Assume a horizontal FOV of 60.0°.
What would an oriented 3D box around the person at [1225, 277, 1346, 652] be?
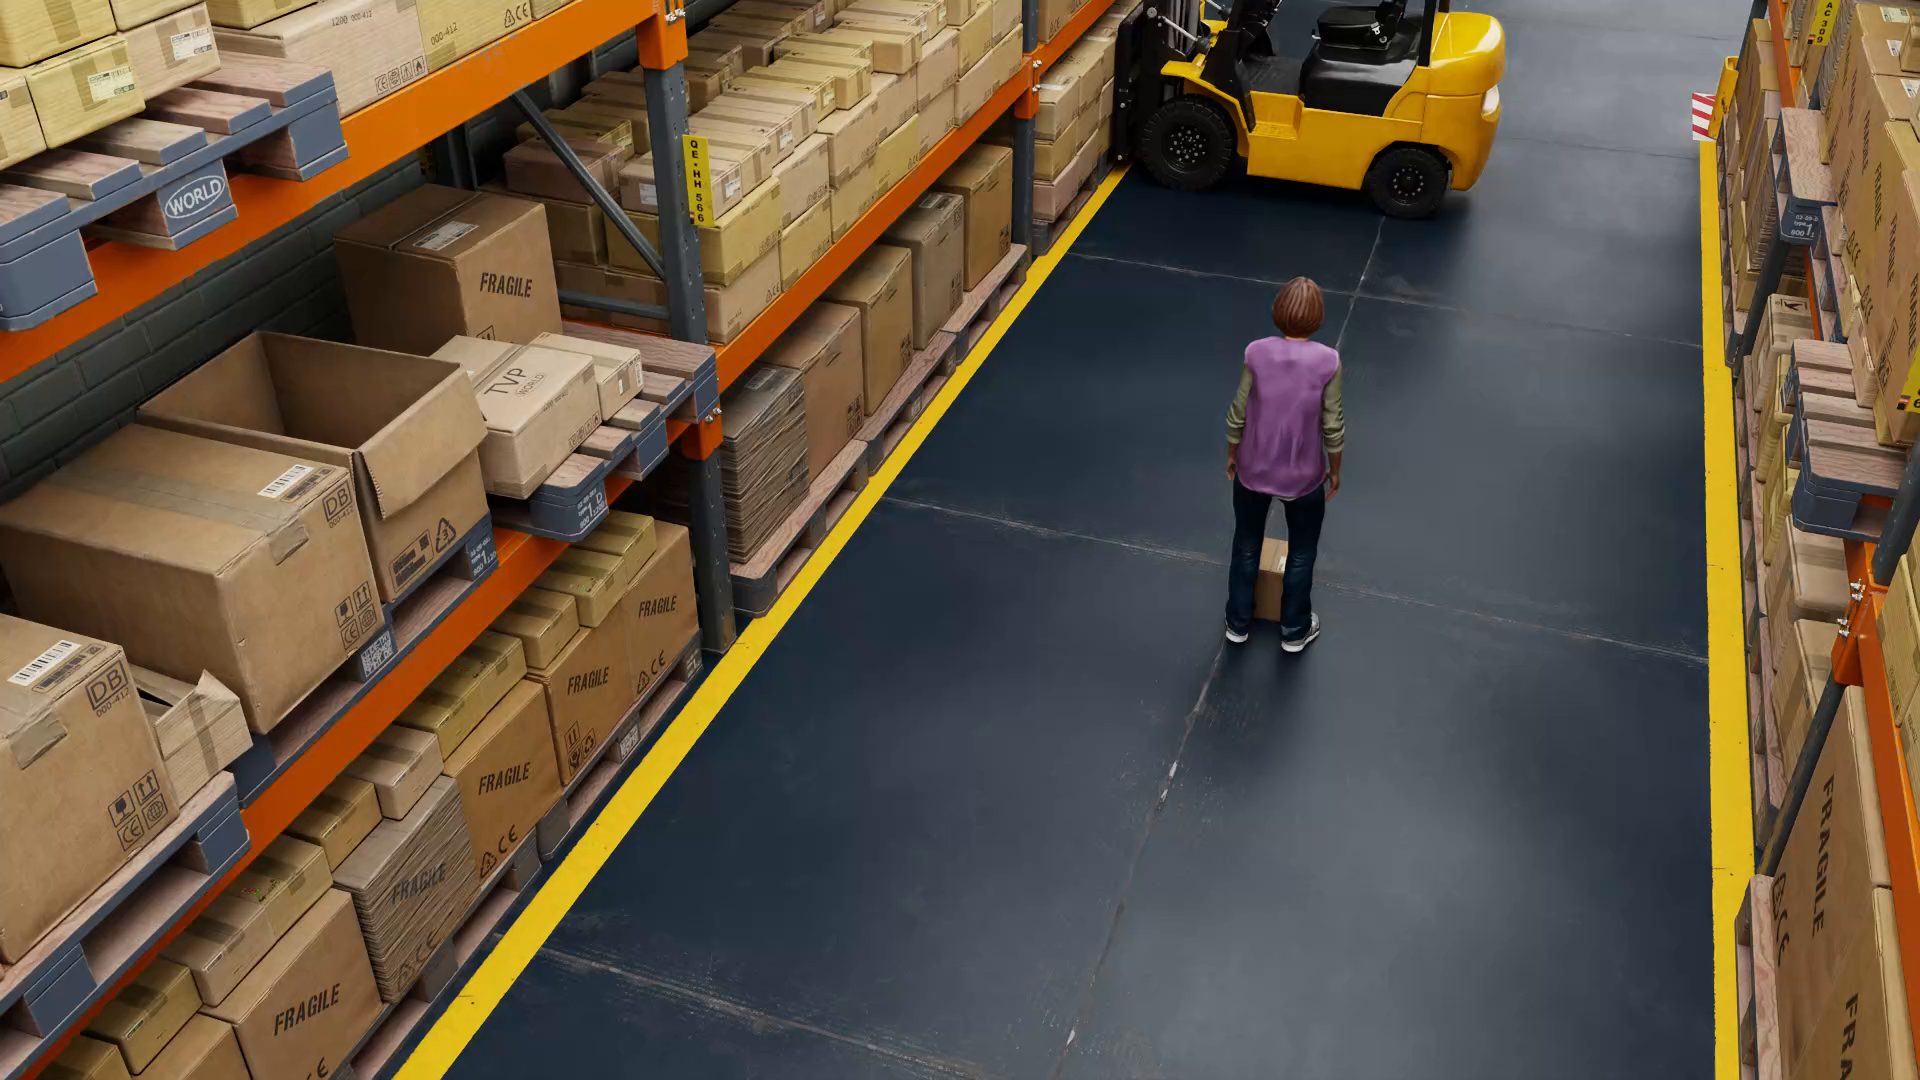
[{"bbox_3d":[1.263,-0.265,6.547,0.461,1.593,0.343,12,35,17],"label":"person"}]
